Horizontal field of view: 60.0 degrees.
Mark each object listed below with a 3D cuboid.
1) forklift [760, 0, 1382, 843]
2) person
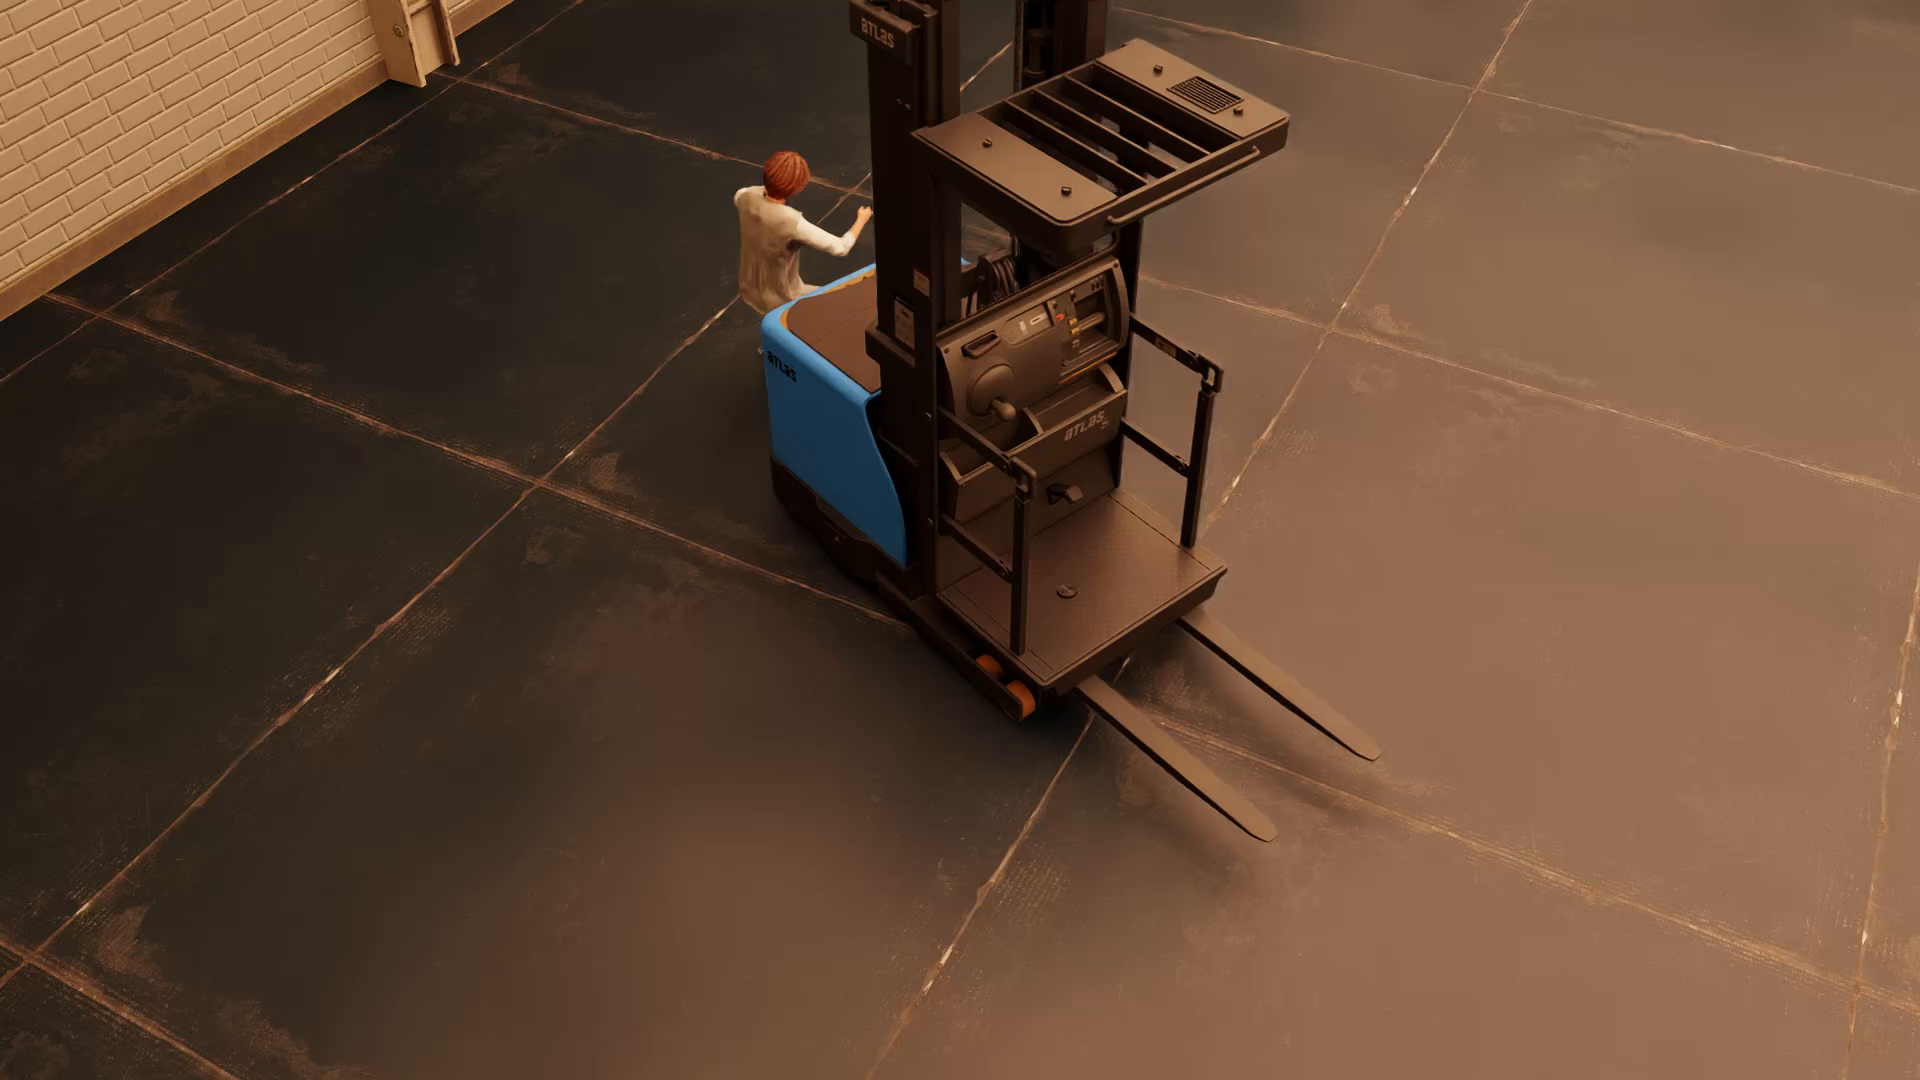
[{"bbox_3d":[0.441,-0.707,6.404,1.130,2.935,3.031,-30,51,-28],"label":"forklift"},{"bbox_3d":[-0.756,-1.358,8.218,0.796,1.379,0.683,31,51,29],"label":"person"}]
